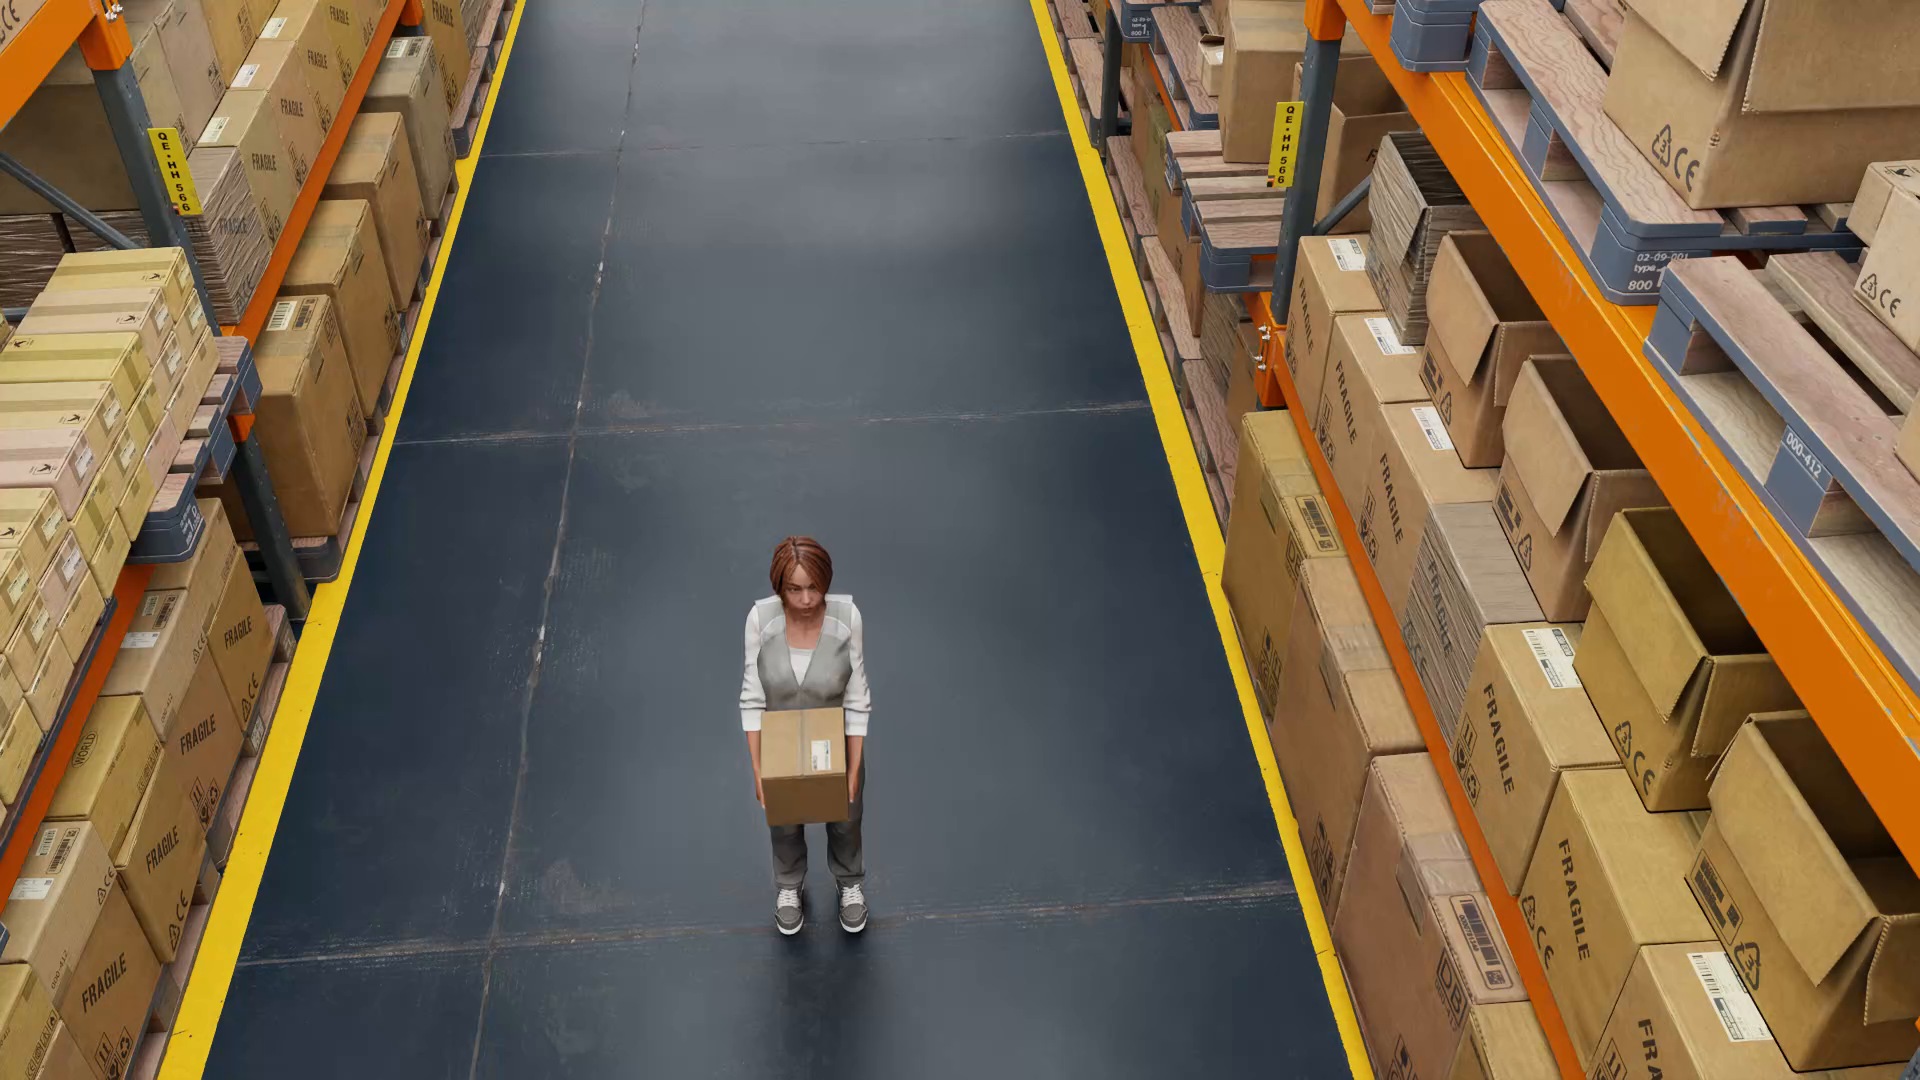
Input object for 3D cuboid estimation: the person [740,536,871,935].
[{"bbox_3d":[-0.478,0.711,5.312,0.406,1.586,0.500,-3,40,-4],"label":"person"}]
